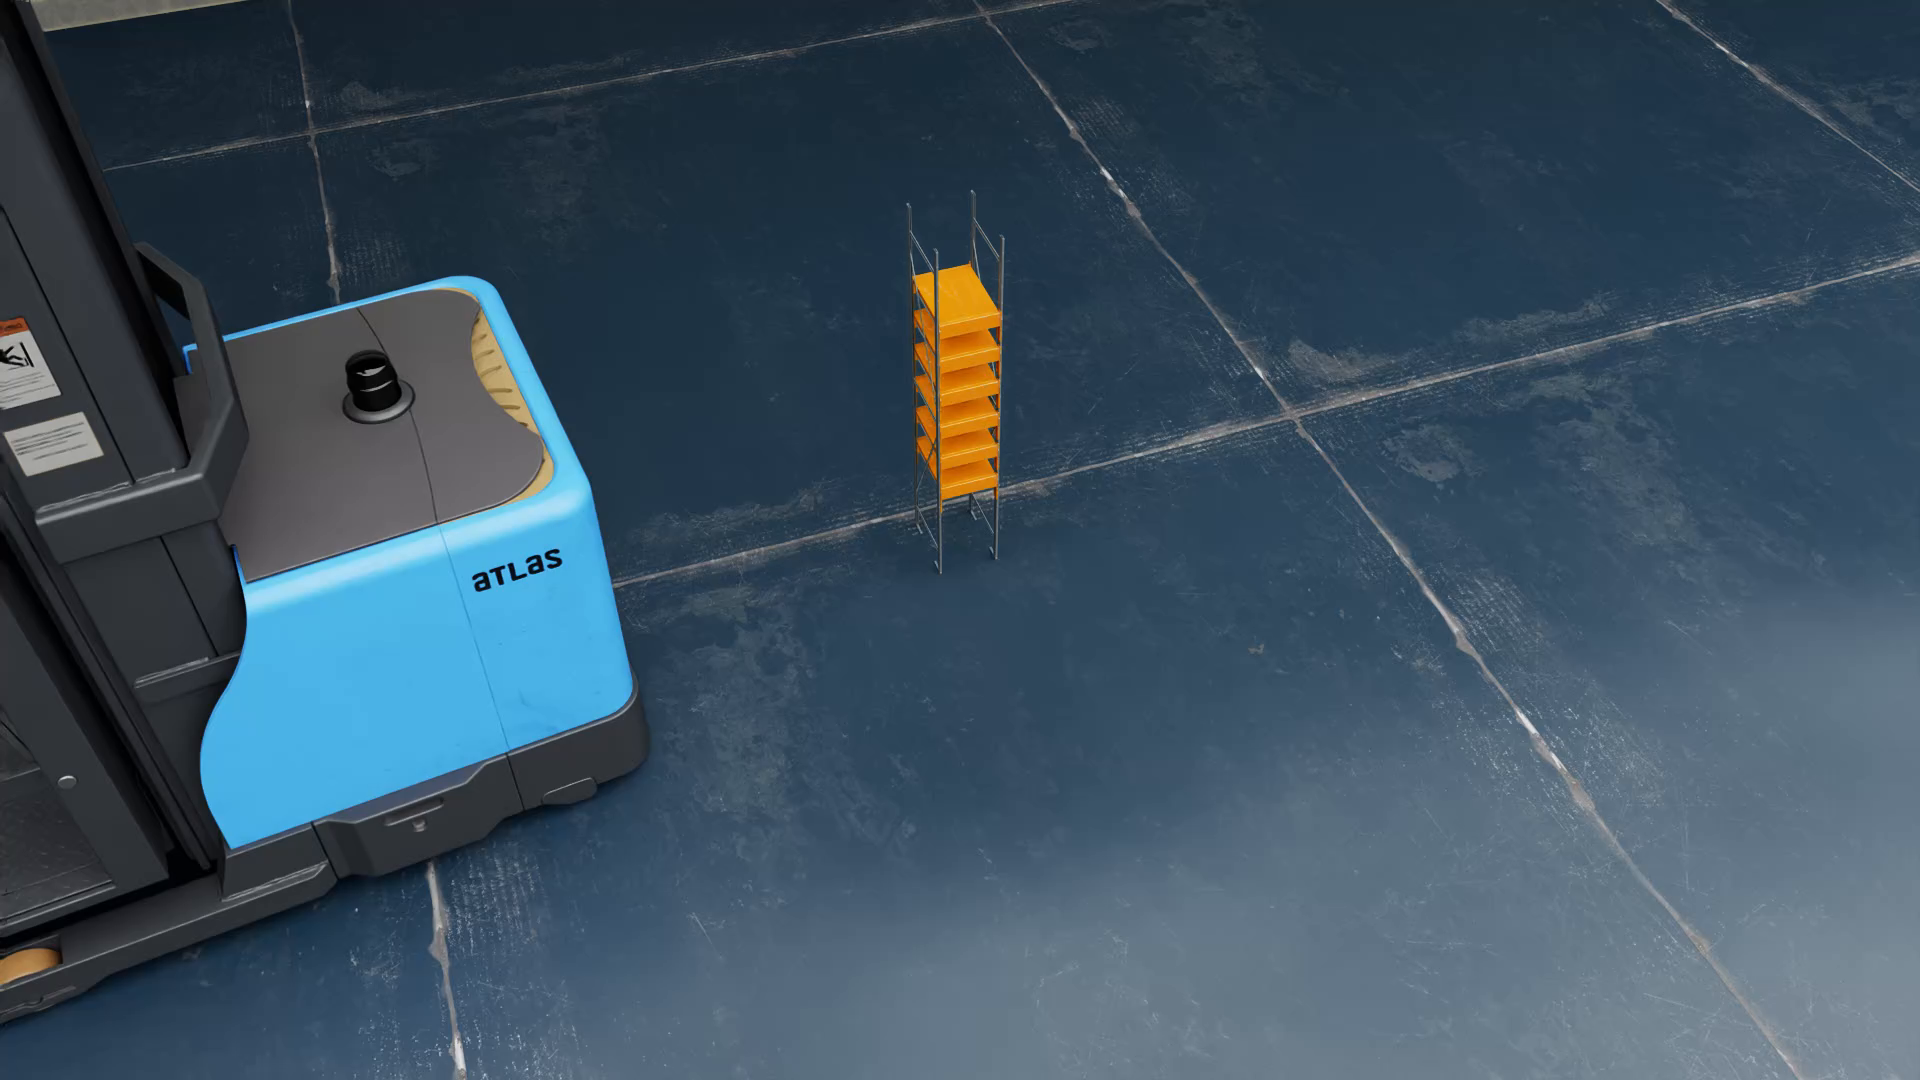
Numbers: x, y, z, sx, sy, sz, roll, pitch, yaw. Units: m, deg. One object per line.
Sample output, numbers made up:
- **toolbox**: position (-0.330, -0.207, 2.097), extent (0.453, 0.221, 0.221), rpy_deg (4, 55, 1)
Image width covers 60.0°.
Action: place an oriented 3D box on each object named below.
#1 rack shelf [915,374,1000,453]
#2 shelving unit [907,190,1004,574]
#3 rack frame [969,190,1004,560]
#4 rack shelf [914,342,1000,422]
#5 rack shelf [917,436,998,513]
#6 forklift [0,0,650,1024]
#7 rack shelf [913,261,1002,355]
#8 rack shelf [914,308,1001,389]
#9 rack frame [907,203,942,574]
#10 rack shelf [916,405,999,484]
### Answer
- **rack shelf**: position (-0.014, -0.389, 4.853), extent (0.180, 0.103, 0.258), rpy_deg (-14, 47, -14)
- **shelving unit**: position (-0.014, -0.420, 4.822), extent (0.189, 1.200, 0.258), rpy_deg (-14, 47, -14)
- **rack frame**: position (0.072, -0.442, 4.843), extent (0.006, 1.200, 0.240), rpy_deg (-14, 47, -14)
- **rack shelf**: position (-0.014, -0.473, 4.768), extent (0.180, 0.103, 0.258), rpy_deg (-14, 47, -14)
- **rack shelf**: position (-0.014, -0.219, 5.023), extent (0.180, 0.103, 0.258), rpy_deg (-14, 47, -14)
- **forklift**: position (-2.410, -0.245, 3.425), extent (3.031, 2.935, 1.130), rpy_deg (-19, 48, -18)
- **rack shelf**: position (-0.014, -0.643, 4.598), extent (0.180, 0.103, 0.258), rpy_deg (-14, 47, -14)
- **rack shelf**: position (-0.014, -0.558, 4.683), extent (0.180, 0.103, 0.258), rpy_deg (-14, 47, -14)
- **rack frame**: position (-0.100, -0.398, 4.800), extent (0.006, 1.200, 0.240), rpy_deg (-14, 47, -14)
- **rack shelf**: position (-0.014, -0.304, 4.938), extent (0.180, 0.103, 0.258), rpy_deg (-14, 47, -14)
